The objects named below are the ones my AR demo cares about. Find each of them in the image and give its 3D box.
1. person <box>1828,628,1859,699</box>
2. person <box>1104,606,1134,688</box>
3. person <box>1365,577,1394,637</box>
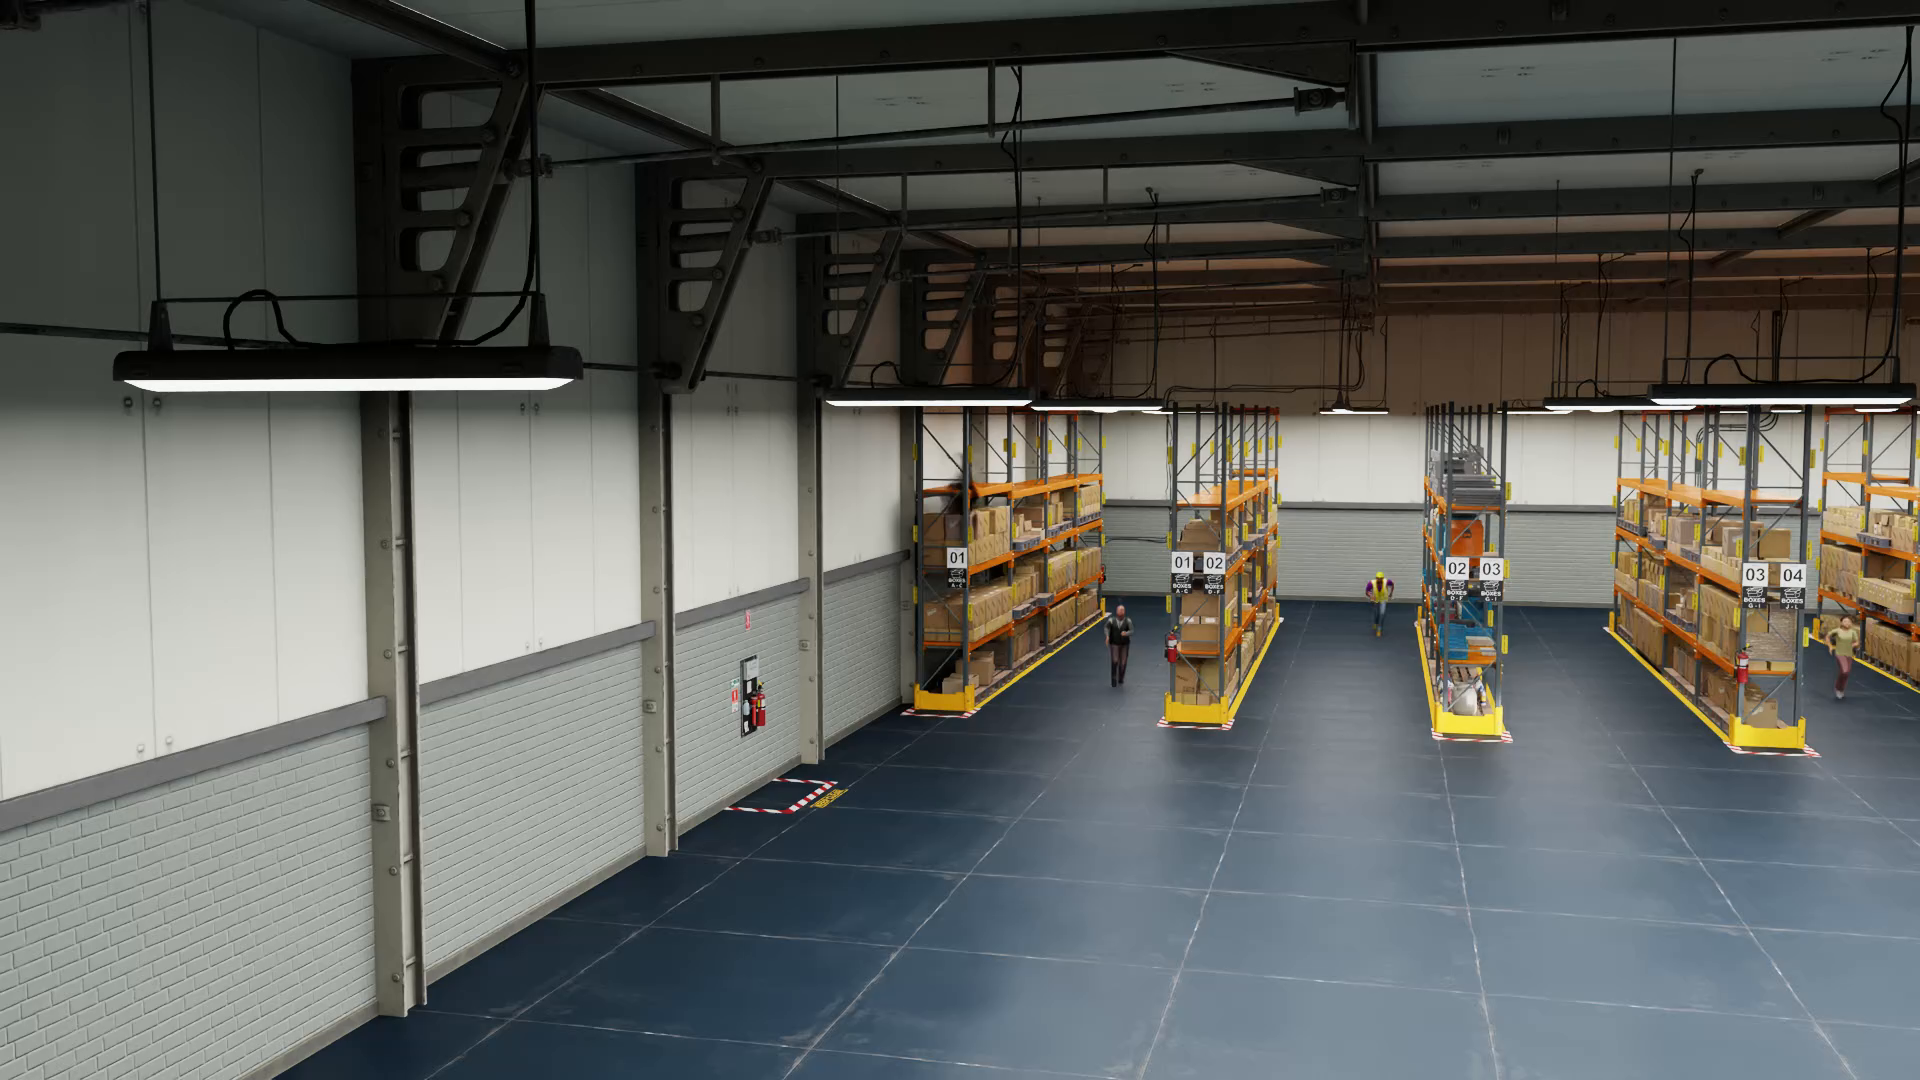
[{"bbox_3d":[18.026,2.510,33.916,0.499,1.437,0.647,0,4,-1],"label":"person"},{"bbox_3d":[3.382,2.266,35.257,0.616,1.748,0.720,0,4,-1],"label":"person"},{"bbox_3d":[11.058,1.677,43.893,0.743,1.676,1.030,1,4,8],"label":"person"}]
